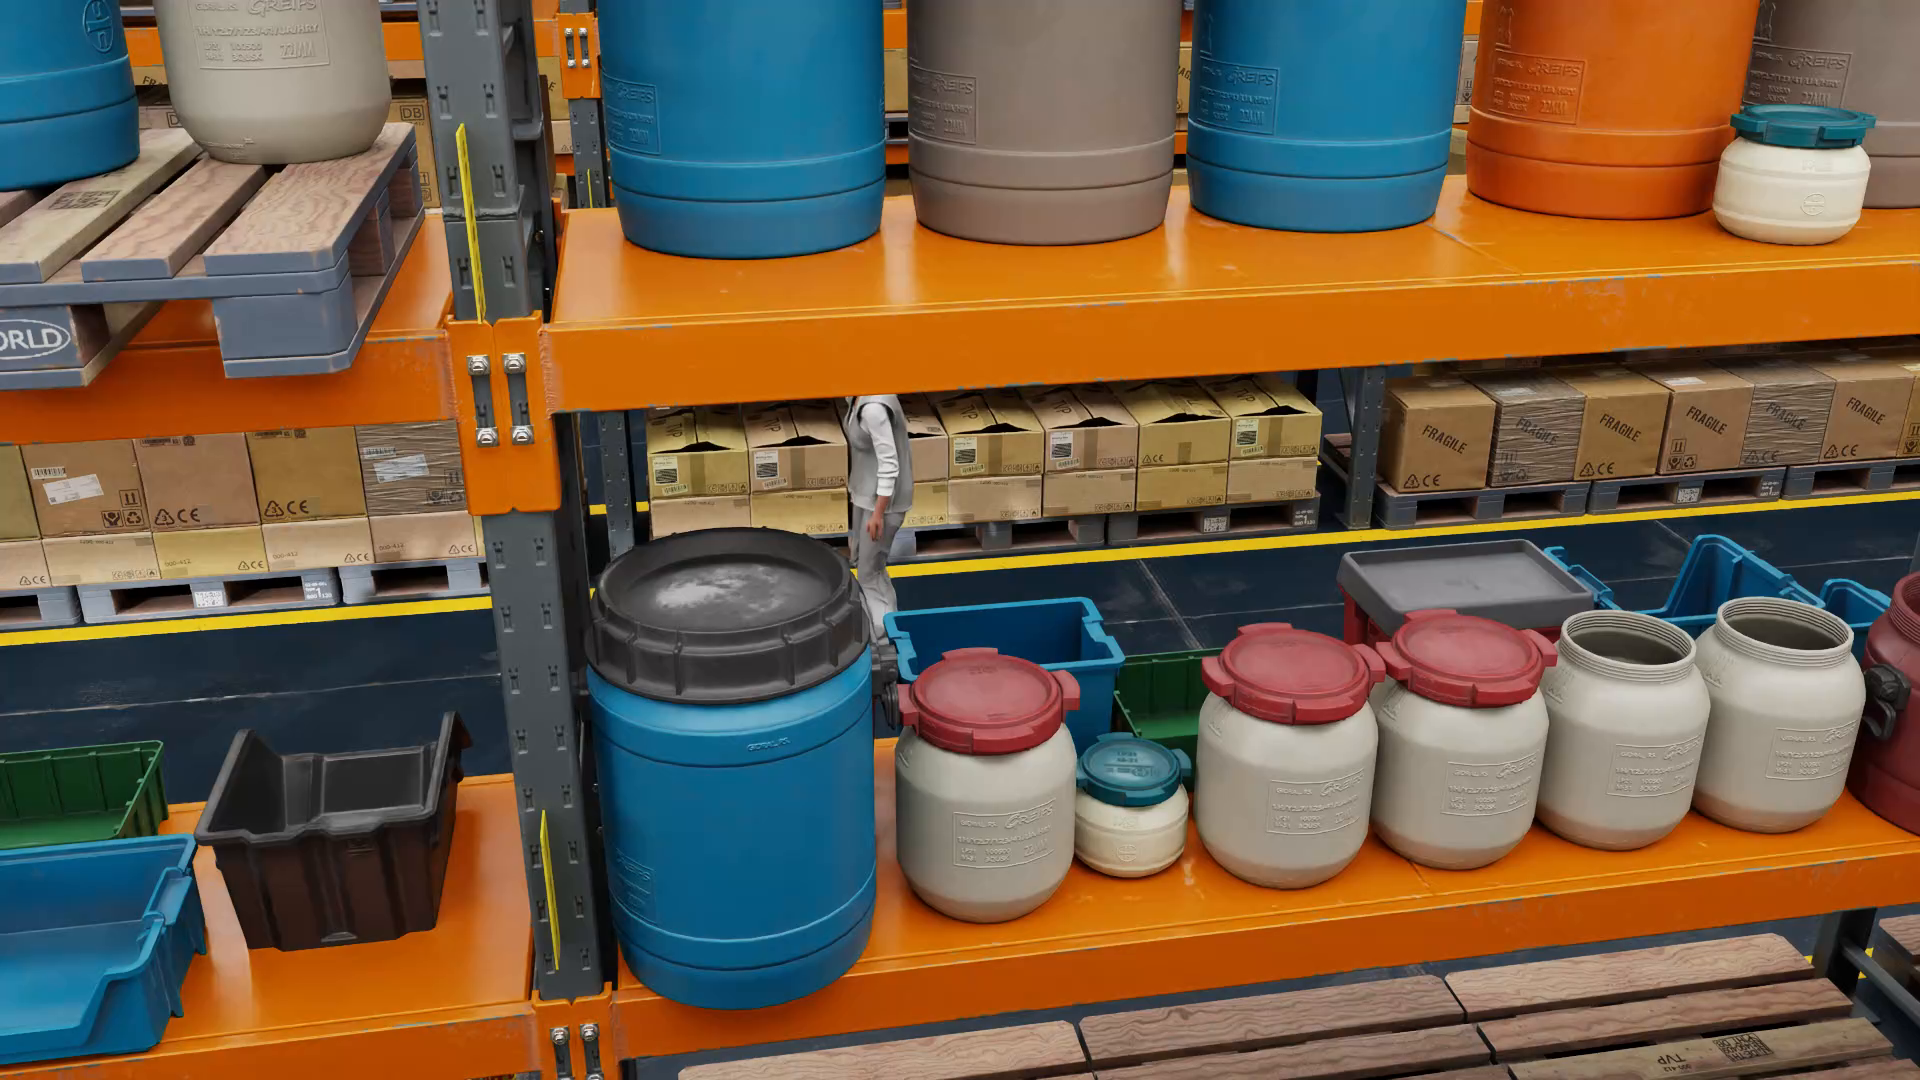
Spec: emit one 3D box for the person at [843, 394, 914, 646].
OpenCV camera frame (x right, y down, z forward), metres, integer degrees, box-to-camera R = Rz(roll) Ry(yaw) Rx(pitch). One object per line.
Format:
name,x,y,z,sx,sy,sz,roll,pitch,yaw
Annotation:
person,-0.393,-0.172,7.507,0.346,1.592,0.484,-5,24,-12
